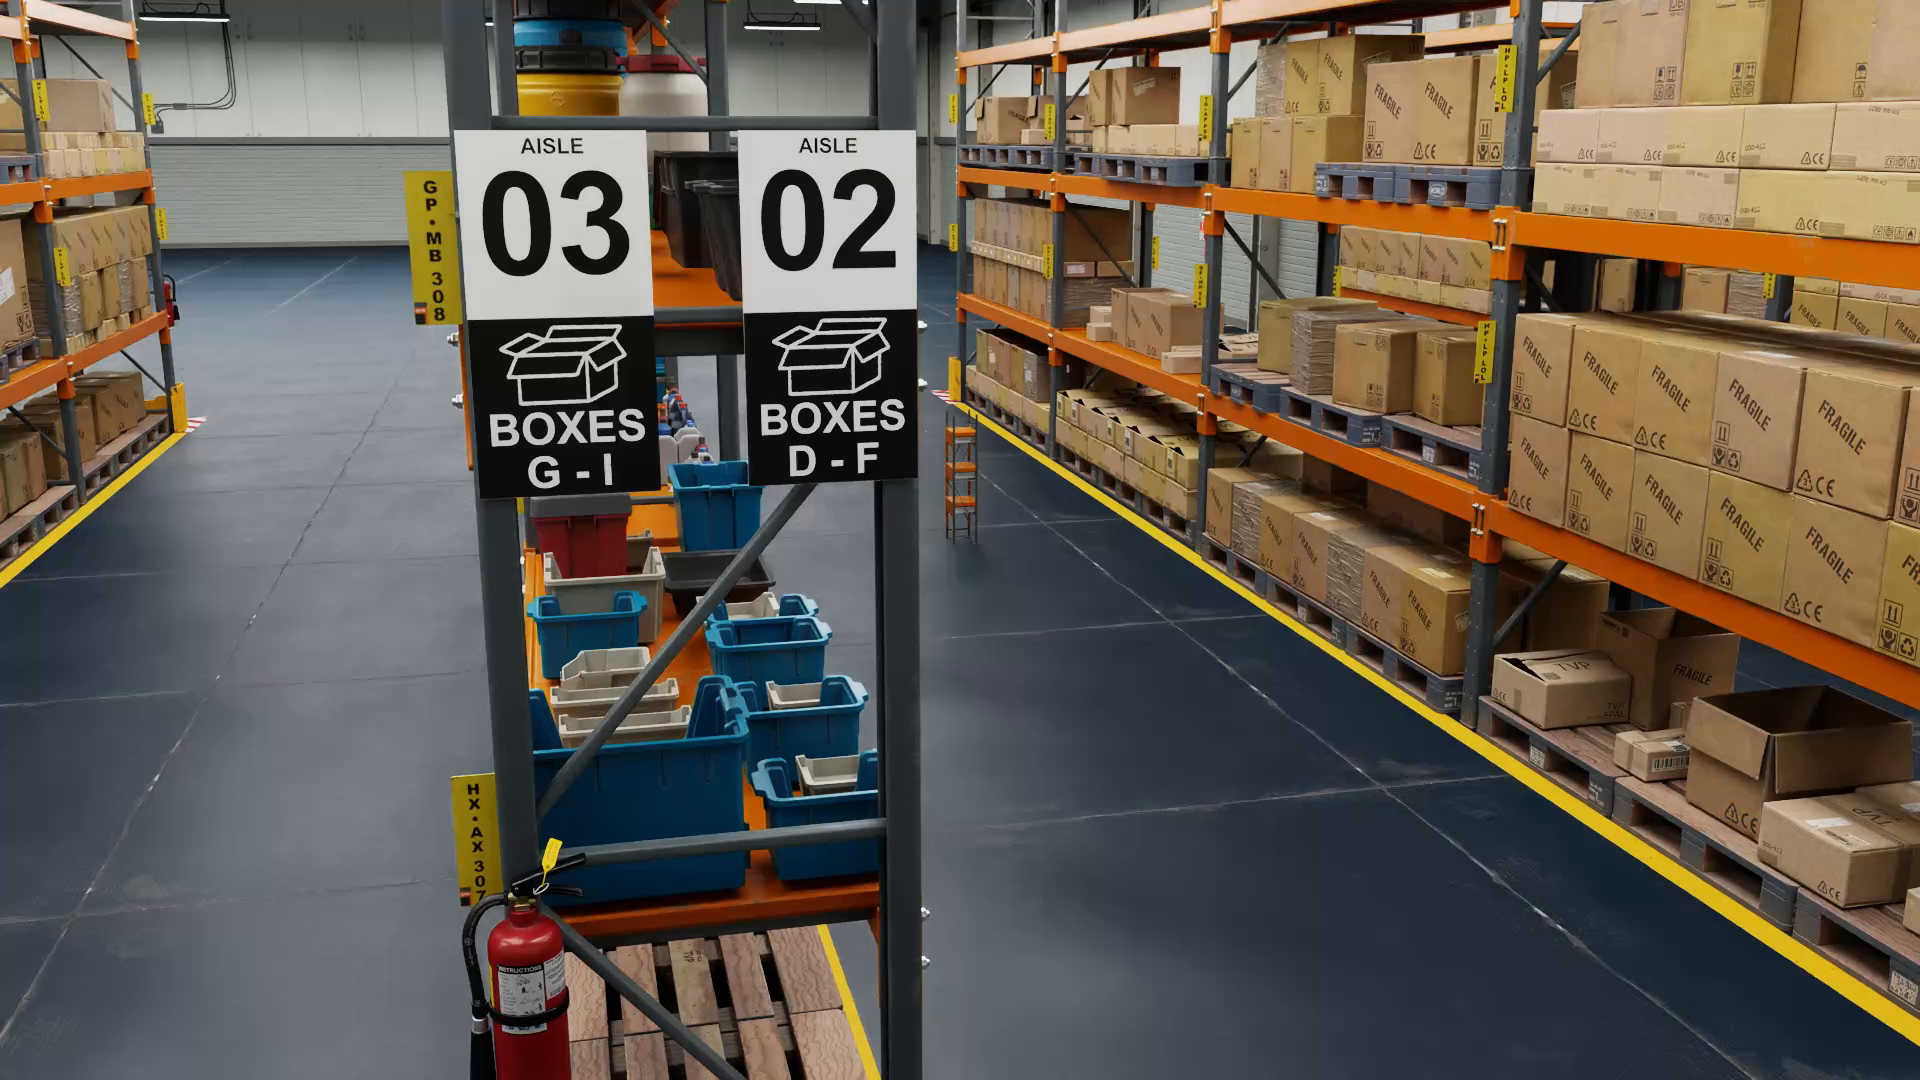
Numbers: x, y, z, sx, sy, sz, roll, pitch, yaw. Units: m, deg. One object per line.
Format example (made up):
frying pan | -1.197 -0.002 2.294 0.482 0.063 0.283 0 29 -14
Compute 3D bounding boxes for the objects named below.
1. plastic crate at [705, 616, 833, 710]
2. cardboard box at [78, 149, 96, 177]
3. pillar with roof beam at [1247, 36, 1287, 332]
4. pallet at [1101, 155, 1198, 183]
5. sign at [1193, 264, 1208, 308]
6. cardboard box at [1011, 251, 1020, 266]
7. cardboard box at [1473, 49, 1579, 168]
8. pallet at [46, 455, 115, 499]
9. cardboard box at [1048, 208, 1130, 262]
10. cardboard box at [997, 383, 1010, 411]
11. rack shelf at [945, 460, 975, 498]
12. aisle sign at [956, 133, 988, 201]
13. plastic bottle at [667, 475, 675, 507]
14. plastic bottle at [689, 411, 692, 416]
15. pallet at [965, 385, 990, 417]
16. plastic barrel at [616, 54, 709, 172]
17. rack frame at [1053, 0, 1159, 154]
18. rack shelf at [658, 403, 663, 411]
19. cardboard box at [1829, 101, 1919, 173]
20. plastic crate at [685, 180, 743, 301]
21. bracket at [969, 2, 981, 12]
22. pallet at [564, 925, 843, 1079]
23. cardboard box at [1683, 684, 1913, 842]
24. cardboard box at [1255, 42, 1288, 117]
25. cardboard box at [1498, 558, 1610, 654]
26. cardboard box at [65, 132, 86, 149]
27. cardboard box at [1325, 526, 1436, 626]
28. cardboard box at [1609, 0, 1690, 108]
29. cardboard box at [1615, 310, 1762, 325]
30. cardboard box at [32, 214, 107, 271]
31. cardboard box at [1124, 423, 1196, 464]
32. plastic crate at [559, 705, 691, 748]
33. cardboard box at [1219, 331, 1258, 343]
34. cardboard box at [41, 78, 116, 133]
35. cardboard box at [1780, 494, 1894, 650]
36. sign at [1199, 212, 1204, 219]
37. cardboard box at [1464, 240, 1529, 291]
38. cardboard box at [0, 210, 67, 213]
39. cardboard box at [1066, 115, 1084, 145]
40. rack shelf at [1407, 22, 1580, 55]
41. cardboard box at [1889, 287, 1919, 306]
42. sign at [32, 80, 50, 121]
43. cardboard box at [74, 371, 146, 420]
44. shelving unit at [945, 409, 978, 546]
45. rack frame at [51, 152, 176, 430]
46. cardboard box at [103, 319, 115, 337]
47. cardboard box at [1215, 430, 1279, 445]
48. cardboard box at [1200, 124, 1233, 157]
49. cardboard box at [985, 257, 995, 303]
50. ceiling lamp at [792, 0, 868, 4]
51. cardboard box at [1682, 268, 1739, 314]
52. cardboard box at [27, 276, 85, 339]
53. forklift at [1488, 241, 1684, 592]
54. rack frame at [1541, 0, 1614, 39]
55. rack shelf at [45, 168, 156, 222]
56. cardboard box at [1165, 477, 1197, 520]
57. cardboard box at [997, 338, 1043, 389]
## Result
plastic crate | -0.643 0.420 5.612 0.416 0.233 0.300 -3 14 -13
cardboard box | -8.321 -3.484 15.364 0.500 0.250 0.500 -4 14 -15
pillar with roof beam | 0.688 -7.441 24.924 9.100 9.000 0.400 -3 14 -13
pallet | 1.829 -3.148 14.071 1.003 0.211 1.213 -3 14 -11
sign | 1.802 -1.904 12.461 0.100 0.325 0.005 -3 14 -13
cardboard box | 0.768 -3.065 18.074 0.380 0.149 0.250 -3 14 -11
cardboard box | 3.234 -2.329 9.015 0.600 0.600 0.600 -5 14 -19
pallet | -8.421 -0.543 15.206 1.003 0.211 1.213 -3 14 -13
cardboard box | 1.291 -3.077 16.757 0.700 0.500 0.500 -3 14 -13
cardboard box | 0.723 -1.605 18.585 0.500 0.250 0.500 -3 14 -13
rack shelf | 0.013 -0.487 13.254 0.215 0.259 0.240 -3 14 -13
aisle sign | 0.149 -4.480 19.966 0.394 0.787 0.004 -3 14 -13
plastic bottle | -1.476 -0.280 8.672 0.097 0.201 0.097 0 14 0
plastic bottle | -1.622 -0.635 9.952 0.061 0.283 0.133 -3 14 -13
pallet | 0.683 -1.690 19.901 1.003 0.211 1.213 -3 14 -13
plastic barrel | -1.415 -2.038 7.957 0.433 0.535 0.433 0 14 0
rack frame | 1.402 -5.211 15.794 1.000 3.000 0.127 -3 14 -13
rack shelf | -2.944 -1.210 13.576 1.077 0.370 4.000 -3 14 -13
cardboard box | 3.620 -1.490 6.149 0.500 0.250 0.500 -3 14 -13
plastic crate | -0.415 -0.751 4.135 0.497 0.269 0.590 -3 14 -13
bracket | 0.398 -13.467 42.003 0.235 0.232 0.430 -3 14 -13
pallet | -1.035 1.629 6.316 1.003 0.211 1.213 -3 14 -13
cardboard box | 3.727 0.981 7.423 0.797 0.503 0.637 -3 14 -13
cardboard box | 2.437 -3.264 11.829 0.500 0.500 0.500 -3 14 -13
cardboard box | 3.404 0.425 9.708 0.500 0.500 0.500 -4 14 -16
cardboard box | -8.254 -3.657 15.231 0.380 0.149 0.250 -4 14 -14
cardboard box | 2.661 0.222 10.539 0.500 0.500 0.500 -3 14 -12
cardboard box | 3.411 -2.209 7.510 0.700 0.500 0.500 -3 14 -13
cardboard box | 3.651 -0.883 8.403 0.500 0.500 0.500 -3 14 -13
cardboard box | -8.323 -2.772 15.510 0.500 0.500 0.500 -3 14 -13
cardboard box | 1.735 -0.857 14.344 0.500 0.311 0.500 -3 14 -14
plastic crate | -1.017 0.601 5.078 0.396 0.136 0.243 -3 14 -13
cardboard box | 2.319 -1.547 13.628 0.500 0.311 0.500 -3 14 -14
cardboard box | -8.558 -4.217 16.158 0.500 0.500 0.500 -3 14 -13
cardboard box | 3.613 0.100 6.485 0.500 0.500 0.500 -3 14 -13
sign | 4.292 -5.746 29.433 0.001 0.109 0.331 -3 14 -13
cardboard box | 5.804 -2.966 17.942 0.500 0.500 0.500 -3 14 -13
cardboard box | -9.074 -2.973 16.333 0.500 0.500 0.500 -3 14 -13
cardboard box | 1.413 -4.238 17.139 0.500 0.311 0.500 -4 14 -16
rack shelf | 5.746 -5.598 18.902 1.077 0.370 4.000 -3 14 -13
cardboard box | 7.260 -1.859 12.258 0.500 0.250 0.500 -3 14 -13
sign | -7.690 -3.676 13.915 0.100 0.325 0.005 -3 14 -13
cardboard box | -9.037 -1.512 17.680 0.500 0.500 0.500 -1 14 -3
shelving unit | 0.013 -0.498 13.252 0.215 1.050 0.252 -3 14 -13
rack frame | -9.168 -2.668 18.026 1.000 3.000 0.127 -3 14 -13
cardboard box | -8.352 -2.035 15.964 0.380 0.149 0.250 -3 14 -13
cardboard box | 2.372 -0.772 13.994 0.500 0.311 0.500 -4 14 -15
cardboard box | 2.180 -3.063 12.756 0.500 0.250 0.500 -4 14 -17
cardboard box | 0.687 -3.038 19.332 0.700 0.500 0.500 -3 14 -12
ceiling lamp | -2.539 -12.784 34.493 2.000 3.185 0.800 -3 14 -13
cardboard box | 6.878 -2.148 14.761 0.700 0.500 0.500 -5 14 -18
cardboard box | -8.274 -2.045 14.641 0.875 0.500 0.500 -3 14 -13
forklift | 4.676 -1.358 12.811 1.130 2.935 3.031 -4 14 -14
rack frame | 6.216 -5.488 16.927 1.000 3.000 0.127 -3 14 -13
rack shelf | -8.698 -3.314 15.867 1.077 0.370 4.000 -3 14 -13
cardboard box | 1.980 -0.350 13.446 0.500 0.250 0.500 -3 14 -12
cardboard box | 0.722 -1.969 18.496 0.500 0.500 0.500 -3 14 -13
